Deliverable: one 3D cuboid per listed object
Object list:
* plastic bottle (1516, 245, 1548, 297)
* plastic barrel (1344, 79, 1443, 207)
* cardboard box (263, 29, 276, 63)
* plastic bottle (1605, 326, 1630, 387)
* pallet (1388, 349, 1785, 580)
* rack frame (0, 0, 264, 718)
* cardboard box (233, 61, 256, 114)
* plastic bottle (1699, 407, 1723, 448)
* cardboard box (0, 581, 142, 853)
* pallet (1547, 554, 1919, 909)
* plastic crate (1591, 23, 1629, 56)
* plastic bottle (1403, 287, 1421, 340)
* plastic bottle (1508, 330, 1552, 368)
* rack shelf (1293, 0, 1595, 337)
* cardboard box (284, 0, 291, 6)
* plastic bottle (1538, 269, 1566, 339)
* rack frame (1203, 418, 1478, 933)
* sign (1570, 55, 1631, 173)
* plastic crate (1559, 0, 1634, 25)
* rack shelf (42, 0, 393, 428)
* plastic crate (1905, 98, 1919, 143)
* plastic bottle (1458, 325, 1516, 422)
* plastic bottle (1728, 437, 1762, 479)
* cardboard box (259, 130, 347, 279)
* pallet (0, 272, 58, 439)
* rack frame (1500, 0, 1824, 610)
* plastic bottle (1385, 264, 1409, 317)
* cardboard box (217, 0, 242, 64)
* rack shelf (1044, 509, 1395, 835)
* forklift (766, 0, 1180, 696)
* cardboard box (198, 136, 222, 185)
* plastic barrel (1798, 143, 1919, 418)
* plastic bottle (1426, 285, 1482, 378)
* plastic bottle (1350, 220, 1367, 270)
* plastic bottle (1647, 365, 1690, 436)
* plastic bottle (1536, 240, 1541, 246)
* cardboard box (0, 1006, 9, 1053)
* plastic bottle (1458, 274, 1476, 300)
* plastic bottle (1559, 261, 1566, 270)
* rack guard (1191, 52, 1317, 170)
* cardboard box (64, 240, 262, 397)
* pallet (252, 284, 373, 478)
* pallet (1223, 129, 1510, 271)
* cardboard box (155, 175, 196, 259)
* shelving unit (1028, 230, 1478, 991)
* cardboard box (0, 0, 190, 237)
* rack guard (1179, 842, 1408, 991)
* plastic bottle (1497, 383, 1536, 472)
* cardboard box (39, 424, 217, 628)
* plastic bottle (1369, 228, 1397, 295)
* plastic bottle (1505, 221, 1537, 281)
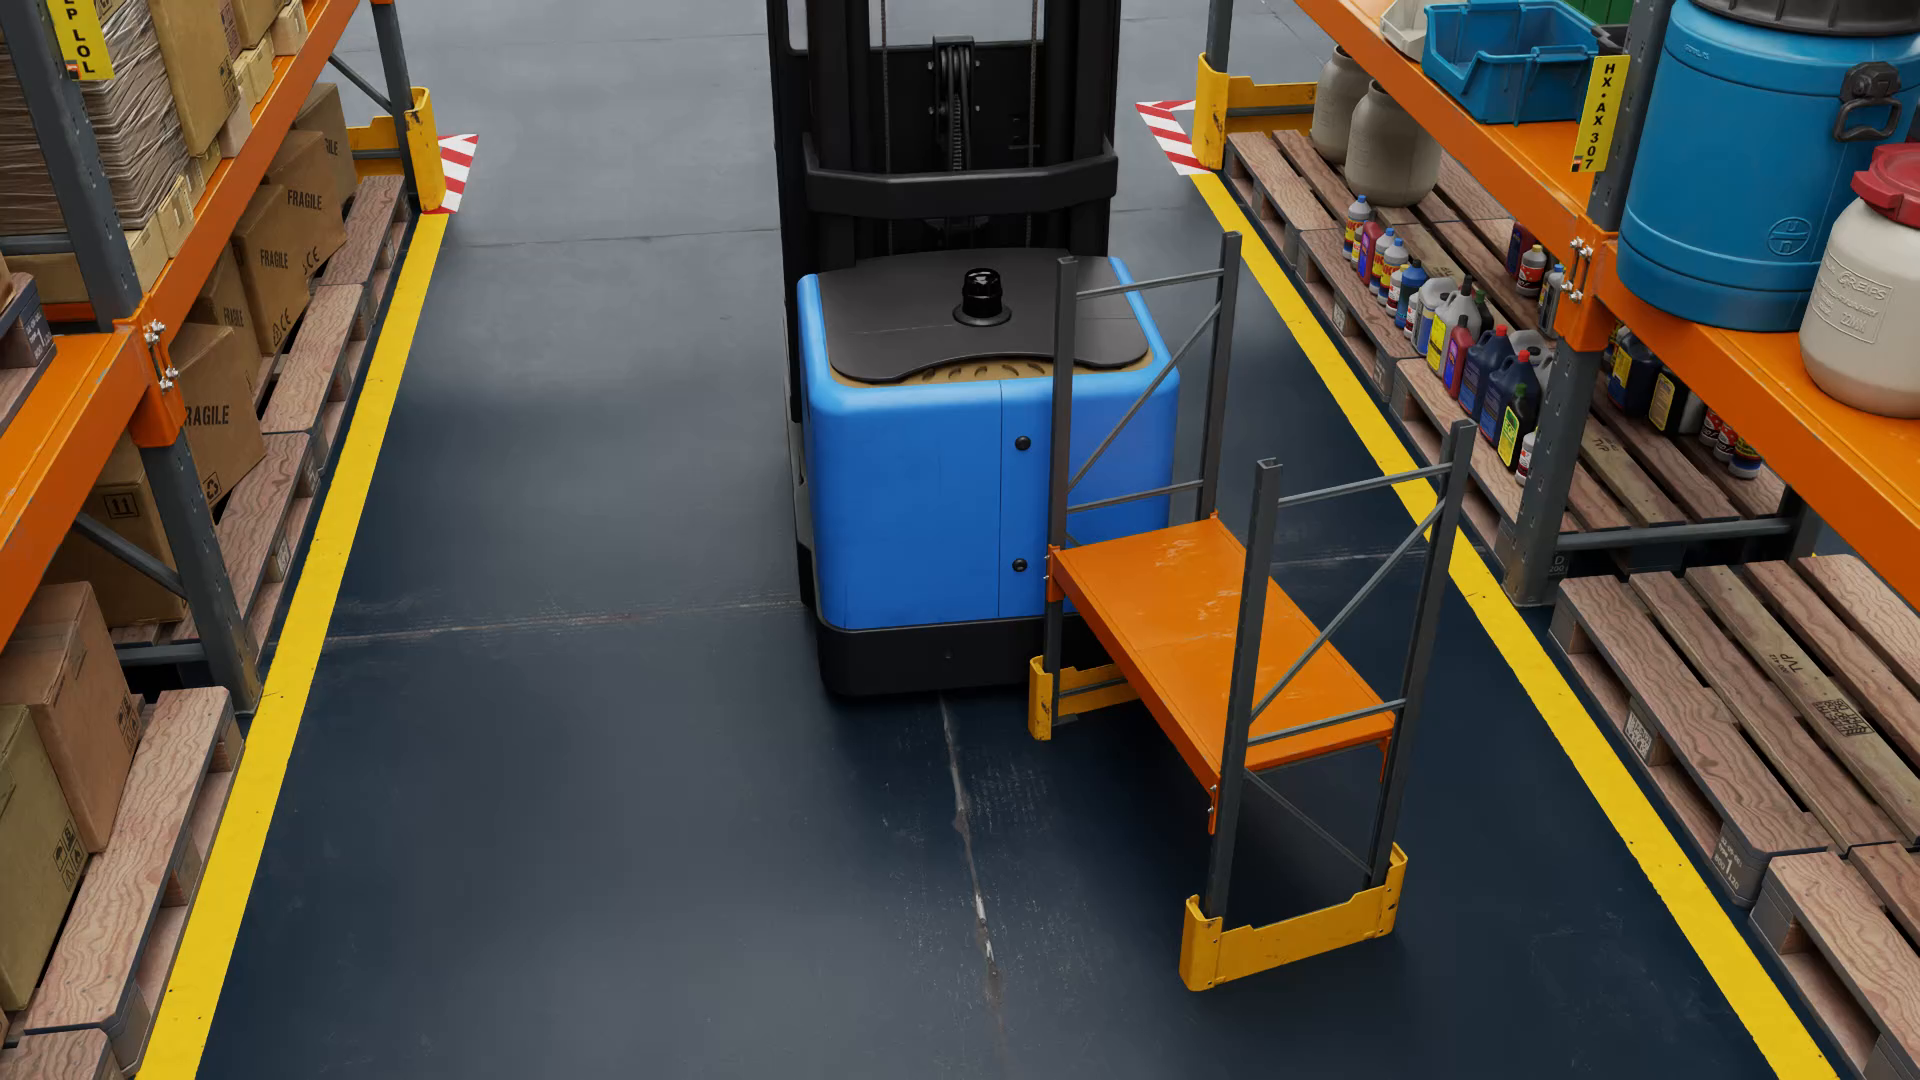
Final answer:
[{"bbox_3d":[2.344,-1.109,6.808,0.097,0.201,0.097,0,34,0],"label":"plastic bottle"},{"bbox_3d":[1.990,-1.820,7.593,0.421,0.512,0.421,0,34,0],"label":"plastic barrel"},{"bbox_3d":[-2.636,-1.719,5.832,0.380,0.149,0.250,-4,35,-6],"label":"cardboard box"},{"bbox_3d":[2.460,-0.691,6.133,0.097,0.271,0.097,0,34,0],"label":"plastic bottle"},{"bbox_3d":[2.247,-0.309,6.016,1.003,0.211,1.213,-4,35,-6],"label":"pallet"},{"bbox_3d":[-2.612,-0.708,4.126,1.000,3.000,0.127,-4,35,-6],"label":"rack frame"},{"bbox_3d":[-2.535,-1.443,5.427,0.380,0.149,0.250,-4,35,-6],"label":"cardboard box"},{"bbox_3d":[2.660,-0.433,5.816,0.097,0.201,0.097,0,34,0],"label":"plastic bottle"},{"bbox_3d":[-2.551,0.487,4.200,0.700,0.500,0.500,-7,35,-10],"label":"cardboard box"},{"bbox_3d":[2.440,0.504,4.823,1.003,0.211,1.213,-4,35,-6],"label":"pallet"},{"bbox_3d":[2.352,-1.359,5.136,0.767,0.338,0.504,-4,35,-6],"label":"plastic crate"},{"bbox_3d":[1.794,-0.888,6.484,0.097,0.201,0.097,0,34,0],"label":"plastic bottle"},{"bbox_3d":[2.042,-0.609,6.009,0.152,0.276,0.135,-4,35,-6],"label":"plastic bottle"},{"bbox_3d":[2.027,-1.902,6.516,1.077,0.370,4.000,-4,35,-6],"label":"rack shelf"},{"bbox_3d":[-2.892,-2.243,6.025,0.875,0.500,0.500,-4,35,-6],"label":"cardboard box"},{"bbox_3d":[2.373,-0.939,6.492,0.152,0.276,0.135,-4,35,-6],"label":"plastic bottle"},{"bbox_3d":[0.831,0.422,3.799,0.500,1.500,0.032,-12,36,-17],"label":"rack frame"},{"bbox_3d":[1.750,-1.162,4.546,0.100,0.325,0.005,-4,35,-6],"label":"sign"},{"bbox_3d":[2.393,-1.775,5.879,0.450,0.188,0.662,-4,35,-6],"label":"plastic crate"},{"bbox_3d":[-2.881,-1.527,5.966,1.077,0.370,4.000,-4,35,-6],"label":"rack shelf"},{"bbox_3d":[2.664,-0.863,4.295,0.402,0.464,0.583,-4,35,-6],"label":"plastic crate"},{"bbox_3d":[1.898,-0.615,5.951,0.144,0.351,0.185,-6,35,-9],"label":"plastic bottle"},{"bbox_3d":[2.688,-0.349,5.630,0.097,0.271,0.097,0,34,0],"label":"plastic bottle"},{"bbox_3d":[-2.968,-1.400,6.988,0.500,0.500,0.500,4,35,6],"label":"cardboard box"},{"bbox_3d":[-2.653,-0.191,3.538,1.003,0.211,1.213,-4,35,-6],"label":"pallet"},{"bbox_3d":[2.296,-1.083,4.676,1.000,3.000,0.127,-4,35,-6],"label":"rack frame"},{"bbox_3d":[1.766,-1.003,6.653,0.097,0.201,0.097,0,34,0],"label":"plastic bottle"},{"bbox_3d":[-2.810,-1.681,5.201,0.875,0.500,0.500,-4,35,-6],"label":"cardboard box"},{"bbox_3d":[0.655,0.302,4.295,0.538,0.185,1.000,-12,36,-17],"label":"rack shelf"},{"bbox_3d":[-0.081,-1.563,5.441,1.130,2.935,3.031,-4,34,-6],"label":"forklift"},{"bbox_3d":[-2.467,-1.164,5.017,0.380,0.149,0.250,-4,35,-6],"label":"cardboard box"},{"bbox_3d":[2.207,-0.589,3.830,0.433,0.535,0.433,0,34,0],"label":"plastic barrel"},{"bbox_3d":[1.855,-0.795,6.215,0.144,0.351,0.185,-5,35,-7],"label":"plastic bottle"},{"bbox_3d":[1.707,-1.248,7.012,0.097,0.201,0.097,0,34,0],"label":"plastic bottle"},{"bbox_3d":[2.512,-0.524,5.876,0.061,0.283,0.133,-4,35,-6],"label":"plastic bottle"},{"bbox_3d":[2.446,-1.237,6.930,0.152,0.276,0.135,-4,34,-6],"label":"plastic bottle"},{"bbox_3d":[-2.429,1.067,3.350,0.700,0.500,0.500,-7,35,-10],"label":"cardboard box"},{"bbox_3d":[1.942,-0.867,6.380,0.061,0.283,0.133,-4,35,-6],"label":"plastic bottle"},{"bbox_3d":[2.491,-1.099,6.660,0.144,0.351,0.185,-3,34,-4],"label":"plastic bottle"},{"bbox_3d":[1.815,-2.244,8.598,1.175,0.500,0.348,-4,35,-6],"label":"rack guard"},{"bbox_3d":[-2.872,-0.735,6.011,0.500,0.500,0.500,-7,35,-11],"label":"cardboard box"},{"bbox_3d":[-2.905,-0.610,6.458,1.003,0.211,1.213,-4,35,-6],"label":"pallet"},{"bbox_3d":[1.919,-1.671,8.014,1.003,0.211,1.213,-4,35,-6],"label":"pallet"},{"bbox_3d":[-2.363,-0.888,4.612,0.380,0.149,0.250,-4,35,-6],"label":"cardboard box"},{"bbox_3d":[0.659,0.158,4.186,0.587,1.500,1.083,-12,36,-17],"label":"shelving unit"},{"bbox_3d":[-2.611,-1.128,4.389,0.875,0.500,0.500,-4,35,-6],"label":"cardboard box"},{"bbox_3d":[0.831,0.938,4.152,0.587,0.250,0.087,-12,36,-17],"label":"rack guard"},{"bbox_3d":[1.905,-0.386,5.674,0.061,0.283,0.133,-3,34,-4],"label":"plastic bottle"},{"bbox_3d":[-2.626,-0.075,5.043,0.500,0.500,0.500,-5,35,-8],"label":"cardboard box"},{"bbox_3d":[1.739,-1.143,6.796,0.097,0.271,0.097,0,34,0],"label":"plastic bottle"},{"bbox_3d":[2.341,-1.232,6.916,0.061,0.283,0.133,-4,35,-6],"label":"plastic bottle"}]
